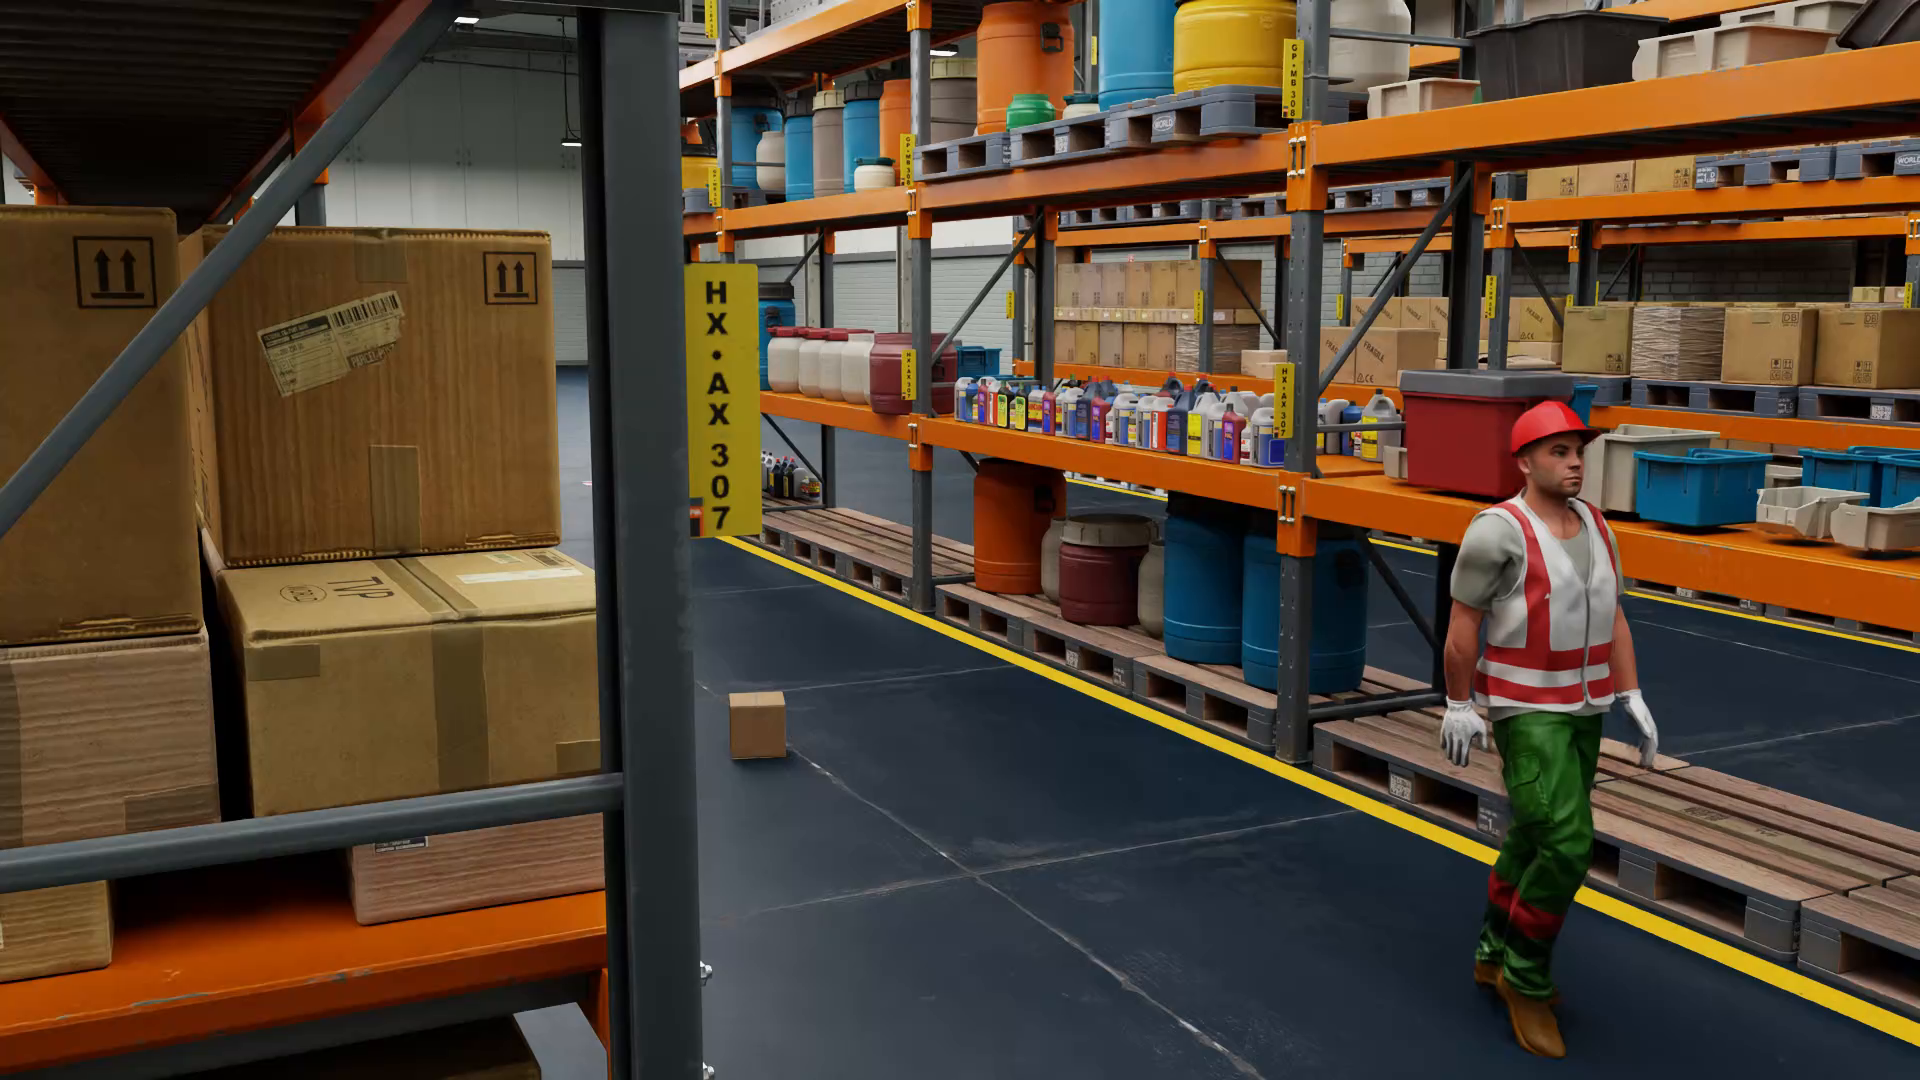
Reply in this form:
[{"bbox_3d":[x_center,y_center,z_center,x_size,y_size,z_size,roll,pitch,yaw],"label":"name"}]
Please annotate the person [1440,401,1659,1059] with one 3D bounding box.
[{"bbox_3d":[1.692,0.523,4.739,0.523,1.830,0.513,-5,10,-29],"label":"person"}]
